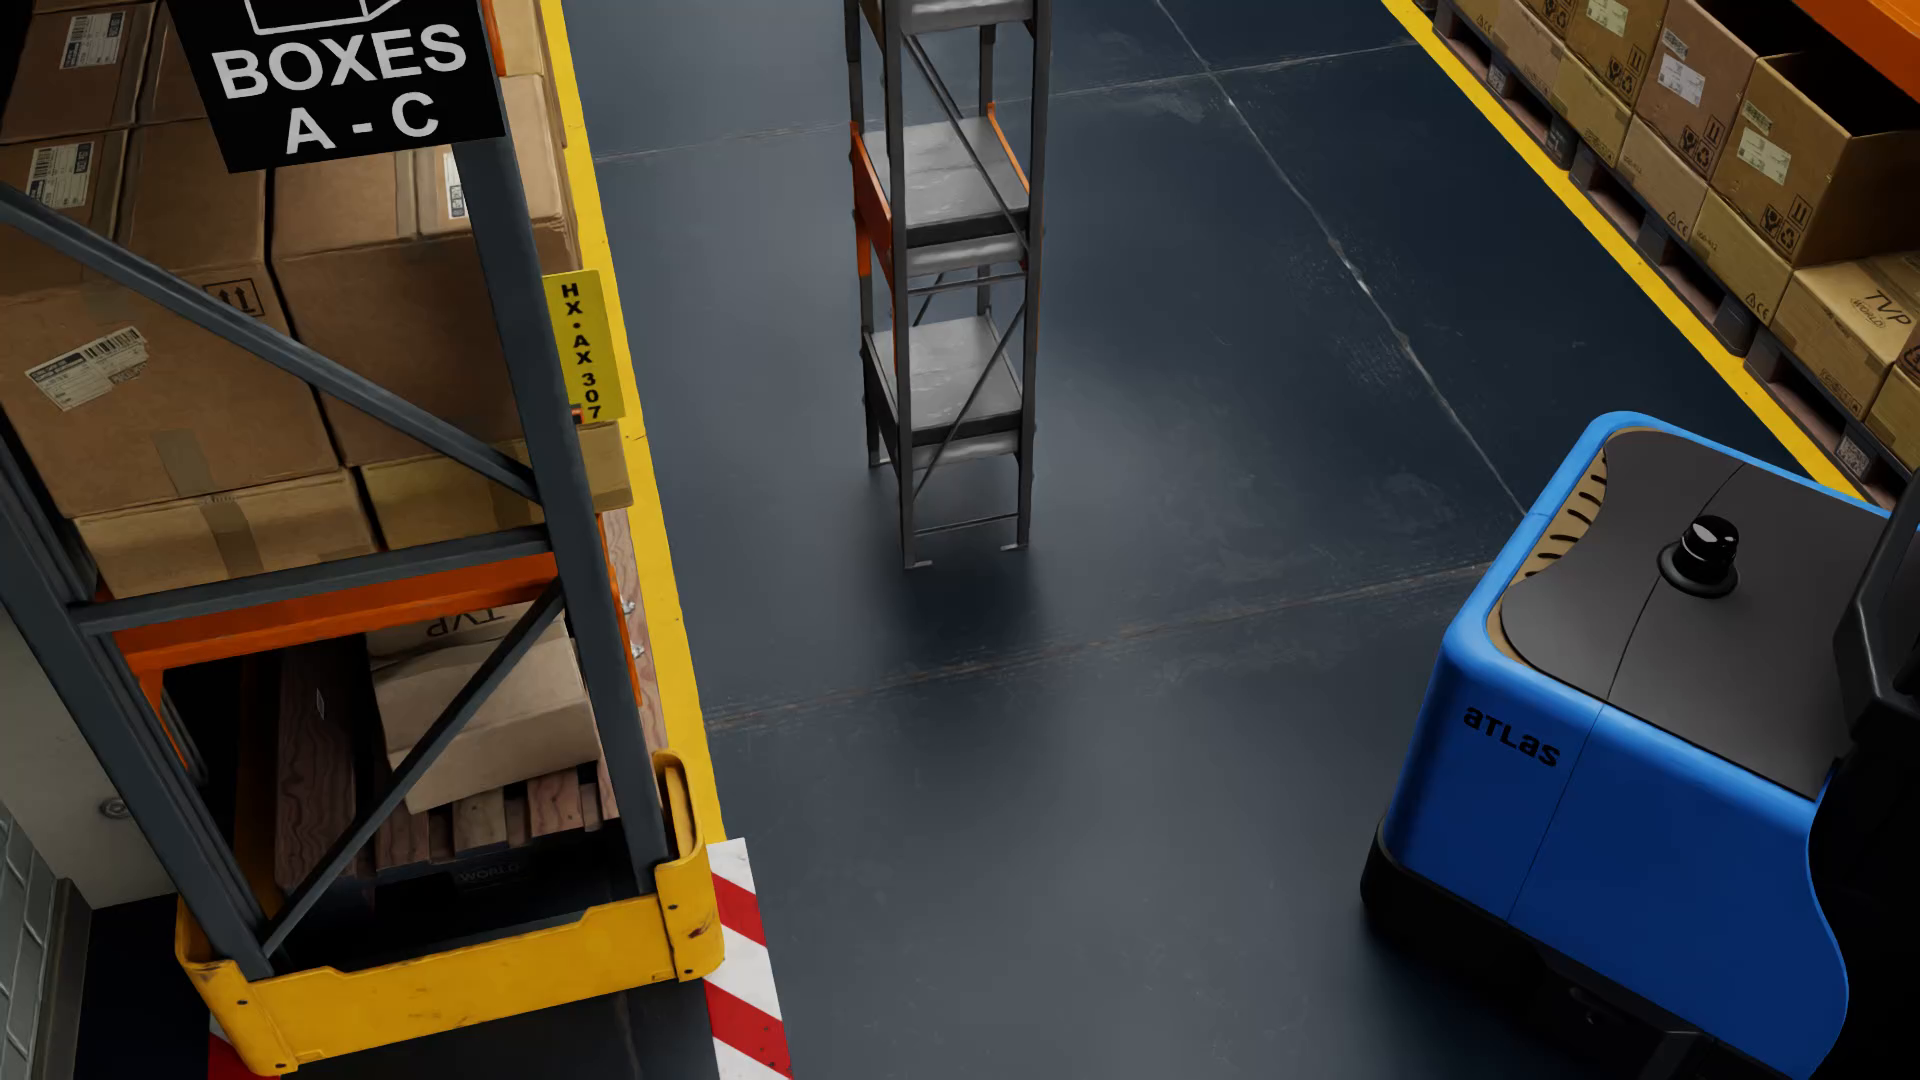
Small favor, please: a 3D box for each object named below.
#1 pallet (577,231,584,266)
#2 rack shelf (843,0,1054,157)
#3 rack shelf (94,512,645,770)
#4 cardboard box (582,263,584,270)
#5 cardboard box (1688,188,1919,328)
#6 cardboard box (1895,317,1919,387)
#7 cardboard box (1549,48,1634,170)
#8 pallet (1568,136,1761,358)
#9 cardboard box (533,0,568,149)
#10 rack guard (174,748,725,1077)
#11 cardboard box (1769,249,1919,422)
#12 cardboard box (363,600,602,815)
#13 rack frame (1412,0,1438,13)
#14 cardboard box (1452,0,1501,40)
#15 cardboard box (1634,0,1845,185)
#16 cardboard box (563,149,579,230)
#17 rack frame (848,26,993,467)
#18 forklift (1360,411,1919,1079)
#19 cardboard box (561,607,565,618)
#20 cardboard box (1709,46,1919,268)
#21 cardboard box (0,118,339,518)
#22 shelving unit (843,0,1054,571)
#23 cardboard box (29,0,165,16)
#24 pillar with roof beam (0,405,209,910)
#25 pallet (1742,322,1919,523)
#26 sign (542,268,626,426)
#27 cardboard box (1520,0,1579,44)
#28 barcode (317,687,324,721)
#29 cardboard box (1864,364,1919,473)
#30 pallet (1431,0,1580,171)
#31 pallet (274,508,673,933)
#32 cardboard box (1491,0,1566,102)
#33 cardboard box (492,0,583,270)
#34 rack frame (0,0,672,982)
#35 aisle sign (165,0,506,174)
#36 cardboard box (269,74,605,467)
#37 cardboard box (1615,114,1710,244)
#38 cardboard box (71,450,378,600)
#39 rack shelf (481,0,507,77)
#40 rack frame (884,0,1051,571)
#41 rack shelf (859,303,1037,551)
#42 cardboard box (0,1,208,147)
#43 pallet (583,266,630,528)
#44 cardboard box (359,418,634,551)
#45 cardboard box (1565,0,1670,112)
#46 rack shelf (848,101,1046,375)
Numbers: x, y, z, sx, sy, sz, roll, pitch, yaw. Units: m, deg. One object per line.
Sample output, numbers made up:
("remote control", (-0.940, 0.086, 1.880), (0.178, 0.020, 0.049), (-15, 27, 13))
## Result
("pallet", (-1.991, -1.254, 6.331), (1.003, 0.211, 1.213), (-11, 47, -10))
("rack shelf", (-0.042, -1.330, 4.122), (0.431, 0.518, 0.480), (-11, 47, -10))
("rack shelf", (-1.685, -1.054, 4.687), (1.077, 0.370, 4.000), (-11, 47, -10))
("cardboard box", (-1.137, -0.631, 3.859), (0.500, 0.250, 0.500), (-12, 47, -12))
("cardboard box", (2.923, -1.022, 5.783), (0.500, 0.250, 0.500), (-11, 47, -10))
("cardboard box", (3.190, -0.596, 4.840), (0.500, 0.500, 0.500), (-11, 47, -10))
("cardboard box", (2.663, -1.712, 6.459), (0.500, 0.250, 0.500), (-11, 47, -10))
("pallet", (3.070, -1.219, 6.296), (1.003, 0.211, 1.213), (-11, 47, -10))
("cardboard box", (-1.247, -1.228, 3.919), (0.500, 0.500, 0.500), (-12, 47, -12))
("rack guard", (-1.192, 0.897, 4.021), (1.175, 0.500, 0.348), (-11, 47, -10))
("cardboard box", (3.052, -0.677, 5.445), (0.500, 0.250, 0.500), (-11, 47, -10))
("cardboard box", (-1.263, 0.368, 4.364), (0.500, 0.311, 0.500), (-16, 48, -15))
("rack frame", (2.591, -3.595, 6.673), (1.000, 3.000, 0.127), (-11, 47, -10))
("cardboard box", (2.417, -2.404, 7.137), (0.500, 0.250, 0.500), (-11, 47, -10))
("cardboard box", (2.793, -1.630, 5.853), (0.500, 0.500, 0.500), (-11, 47, -10))
("cardboard box", (-1.262, -0.983, 4.205), (0.500, 0.250, 0.500), (-11, 47, -11))
("rack frame", (-0.105, -1.018, 4.777), (0.400, 2.100, 0.015), (-11, 47, -10))
("forklift", (2.517, 0.282, 2.922), (3.031, 2.935, 1.130), (27, 52, 24))
("cardboard box", (-1.409, -0.026, 4.750), (0.500, 0.311, 0.500), (-7, 46, -7))
("cardboard box", (2.920, -1.284, 5.514), (0.500, 0.500, 0.500), (-11, 47, -10))
("cardboard box", (-1.499, -0.429, 3.136), (0.500, 0.500, 0.500), (-11, 47, -11))
("shelving unit", (-0.042, -0.849, 4.612), (0.431, 2.100, 0.503), (-11, 47, -10))
("cardboard box", (-1.755, -1.134, 3.827), (0.500, 0.500, 0.500), (-12, 47, -11))
("pillar with roof beam", (1.973, -3.137, 2.024), (9.100, 9.000, 0.400), (-11, 47, -10))
("pallet", (3.379, -0.378, 5.472), (1.003, 0.211, 1.213), (-11, 47, -10))
("sign", (-0.648, -0.328, 2.865), (0.100, 0.325, 0.005), (-11, 47, -10))
("cardboard box", (2.543, -2.321, 6.531), (0.500, 0.500, 0.500), (-11, 47, -10))
("barcode", (-1.654, 0.425, 4.301), (0.001, 0.075, 0.075), (-11, 47, -10))
("cardboard box", (3.192, -0.334, 5.109), (0.500, 0.250, 0.500), (-11, 47, -10))
("pallet", (2.754, -2.062, 7.123), (1.003, 0.211, 1.213), (-11, 47, -10))
("pallet", (-1.366, 0.431, 4.680), (1.003, 0.211, 1.213), (-11, 47, -10))
("cardboard box", (2.540, -2.058, 6.798), (0.500, 0.250, 0.500), (-11, 47, -10))
("cardboard box", (-1.121, -0.870, 3.568), (0.500, 0.500, 0.500), (-11, 47, -10))
("rack frame", (-1.173, 0.075, 3.076), (1.000, 3.000, 0.127), (-11, 47, -10))
("aisle sign", (-0.864, -0.840, 2.153), (0.394, 0.787, 0.004), (-11, 47, -10))
("cardboard box", (-1.004, -0.527, 3.232), (0.500, 0.500, 0.500), (-11, 47, -10))
("cardboard box", (2.796, -1.368, 6.121), (0.500, 0.250, 0.500), (-11, 47, -10))
("cardboard box", (-1.480, -0.167, 3.404), (0.500, 0.250, 0.500), (-10, 46, -10))
("rack shelf", (-1.685, -2.104, 3.615), (1.077, 0.370, 4.000), (-11, 47, -10))
("rack frame", (0.020, -0.681, 4.447), (0.400, 2.100, 0.015), (-11, 47, -10))
("rack shelf", (-0.042, -0.350, 5.122), (0.431, 0.518, 0.480), (-11, 47, -10))
("cardboard box", (-1.618, -0.778, 3.478), (0.500, 0.500, 0.500), (-10, 46, -10))
("pallet", (-1.675, -0.410, 5.504), (1.003, 0.211, 1.213), (-11, 47, -10))
("cardboard box", (-0.991, -0.275, 3.510), (0.500, 0.250, 0.500), (-12, 47, -11))
("cardboard box", (2.663, -1.974, 6.191), (0.500, 0.500, 0.500), (-11, 47, -10))
("rack shelf", (-0.042, -0.840, 4.622), (0.431, 0.518, 0.480), (-11, 47, -10))
